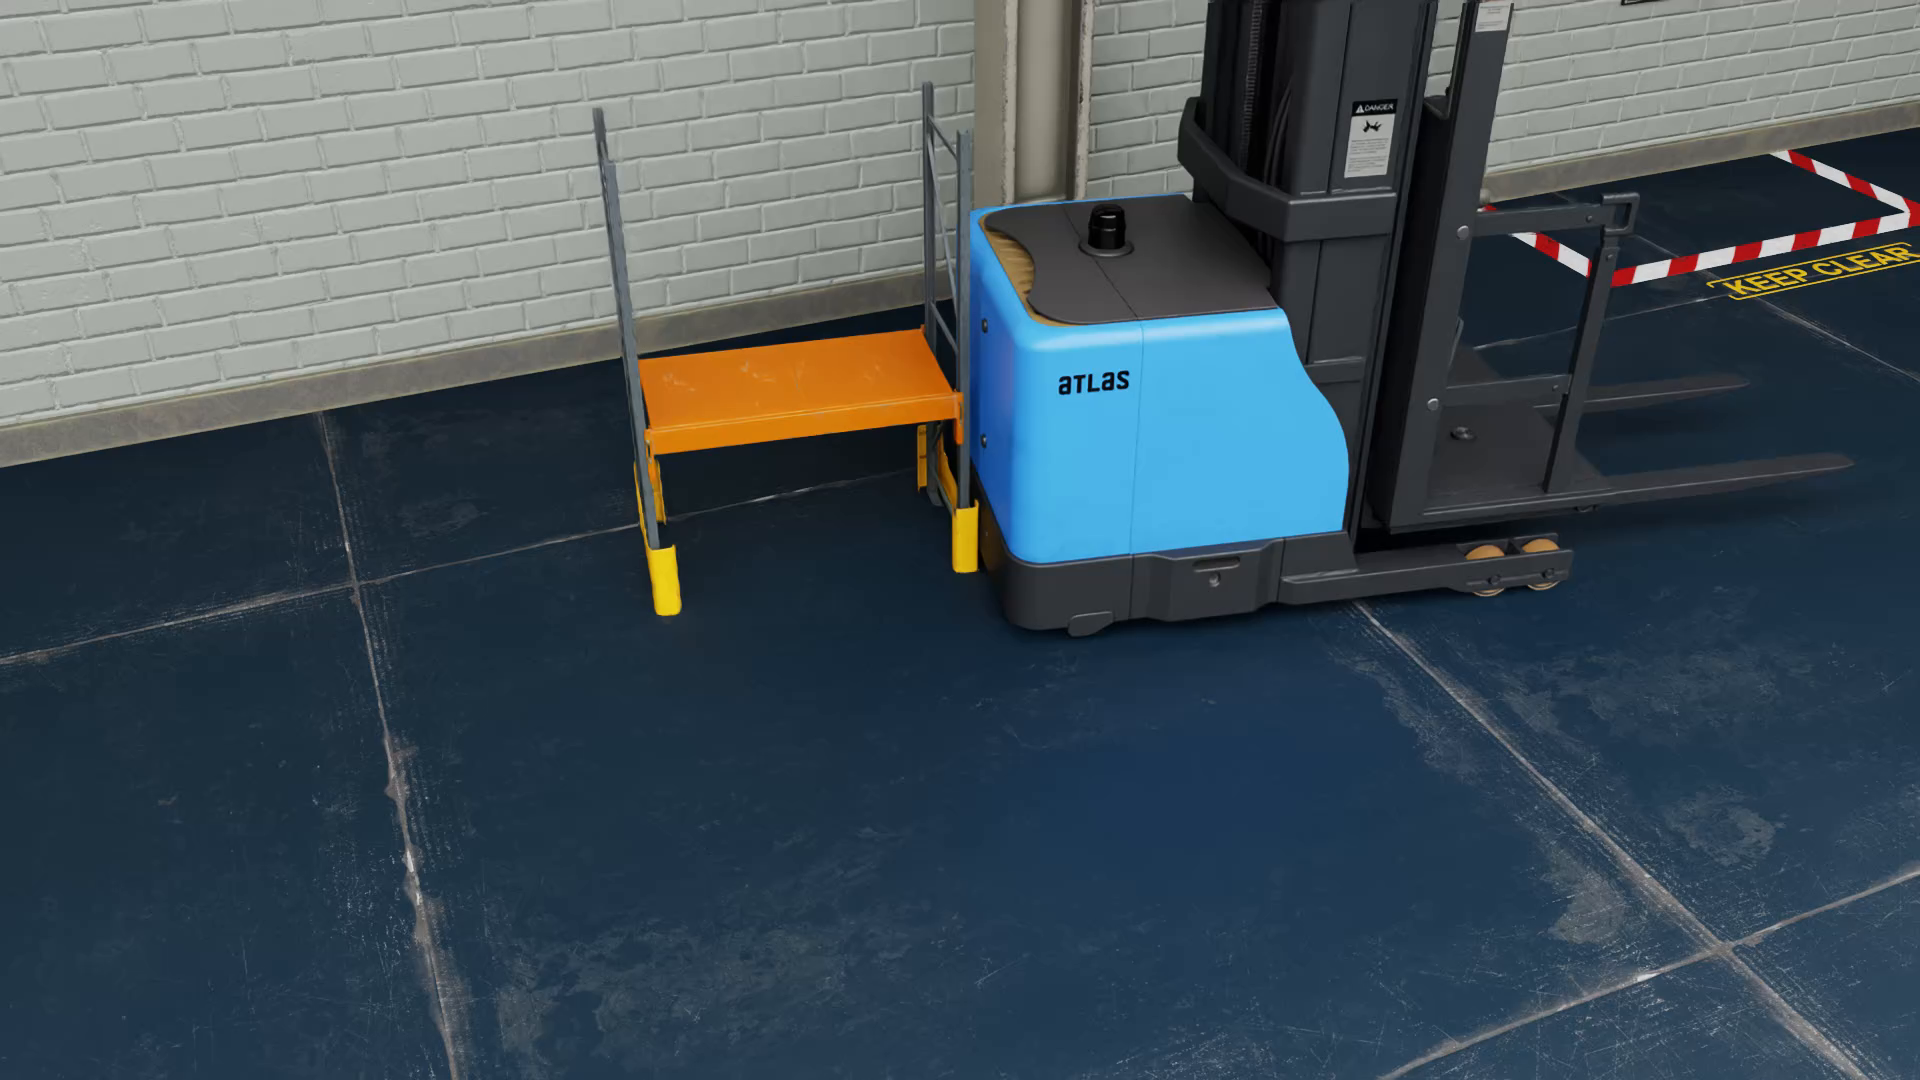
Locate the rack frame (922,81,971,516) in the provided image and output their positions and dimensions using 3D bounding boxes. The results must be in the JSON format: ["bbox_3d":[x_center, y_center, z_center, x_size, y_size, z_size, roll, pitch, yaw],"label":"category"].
[{"bbox_3d":[-0.044,-0.675,5.413,0.032,1.500,0.500,-8,34,-12],"label":"rack frame"}]

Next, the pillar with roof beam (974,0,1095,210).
[{"bbox_3d":[1.967,-2.688,1.630,0.400,9.000,9.100,-13,35,-19],"label":"pillar with roof beam"}]

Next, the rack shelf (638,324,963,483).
[{"bbox_3d":[-0.537,-0.457,5.406,1.000,0.185,0.538,-8,34,-12],"label":"rack shelf"}]

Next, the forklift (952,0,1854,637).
[{"bbox_3d":[1.543,-1.319,5.090,3.031,2.935,1.130,-6,34,-10],"label":"forklift"}]

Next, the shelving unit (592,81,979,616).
[{"bbox_3d":[-0.528,-0.609,5.310,1.083,1.500,0.587,-8,34,-12],"label":"shelving unit"}]

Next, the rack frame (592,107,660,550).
[{"bbox_3d":[-1.030,-0.539,5.204,0.032,1.500,0.500,-8,34,-12],"label":"rack frame"}]

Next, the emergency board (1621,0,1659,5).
[{"bbox_3d":[3.524,-3.110,7.779,0.626,1.169,0.157,-13,35,-19],"label":"emergency board"}]

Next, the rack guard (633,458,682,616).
[{"bbox_3d":[-1.011,-0.018,5.549,0.087,0.250,0.587,-8,34,-12],"label":"rack guard"}]

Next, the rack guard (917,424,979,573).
[{"bbox_3d":[-0.045,-0.151,5.753,0.087,0.250,0.587,-8,34,-12],"label":"rack guard"}]
